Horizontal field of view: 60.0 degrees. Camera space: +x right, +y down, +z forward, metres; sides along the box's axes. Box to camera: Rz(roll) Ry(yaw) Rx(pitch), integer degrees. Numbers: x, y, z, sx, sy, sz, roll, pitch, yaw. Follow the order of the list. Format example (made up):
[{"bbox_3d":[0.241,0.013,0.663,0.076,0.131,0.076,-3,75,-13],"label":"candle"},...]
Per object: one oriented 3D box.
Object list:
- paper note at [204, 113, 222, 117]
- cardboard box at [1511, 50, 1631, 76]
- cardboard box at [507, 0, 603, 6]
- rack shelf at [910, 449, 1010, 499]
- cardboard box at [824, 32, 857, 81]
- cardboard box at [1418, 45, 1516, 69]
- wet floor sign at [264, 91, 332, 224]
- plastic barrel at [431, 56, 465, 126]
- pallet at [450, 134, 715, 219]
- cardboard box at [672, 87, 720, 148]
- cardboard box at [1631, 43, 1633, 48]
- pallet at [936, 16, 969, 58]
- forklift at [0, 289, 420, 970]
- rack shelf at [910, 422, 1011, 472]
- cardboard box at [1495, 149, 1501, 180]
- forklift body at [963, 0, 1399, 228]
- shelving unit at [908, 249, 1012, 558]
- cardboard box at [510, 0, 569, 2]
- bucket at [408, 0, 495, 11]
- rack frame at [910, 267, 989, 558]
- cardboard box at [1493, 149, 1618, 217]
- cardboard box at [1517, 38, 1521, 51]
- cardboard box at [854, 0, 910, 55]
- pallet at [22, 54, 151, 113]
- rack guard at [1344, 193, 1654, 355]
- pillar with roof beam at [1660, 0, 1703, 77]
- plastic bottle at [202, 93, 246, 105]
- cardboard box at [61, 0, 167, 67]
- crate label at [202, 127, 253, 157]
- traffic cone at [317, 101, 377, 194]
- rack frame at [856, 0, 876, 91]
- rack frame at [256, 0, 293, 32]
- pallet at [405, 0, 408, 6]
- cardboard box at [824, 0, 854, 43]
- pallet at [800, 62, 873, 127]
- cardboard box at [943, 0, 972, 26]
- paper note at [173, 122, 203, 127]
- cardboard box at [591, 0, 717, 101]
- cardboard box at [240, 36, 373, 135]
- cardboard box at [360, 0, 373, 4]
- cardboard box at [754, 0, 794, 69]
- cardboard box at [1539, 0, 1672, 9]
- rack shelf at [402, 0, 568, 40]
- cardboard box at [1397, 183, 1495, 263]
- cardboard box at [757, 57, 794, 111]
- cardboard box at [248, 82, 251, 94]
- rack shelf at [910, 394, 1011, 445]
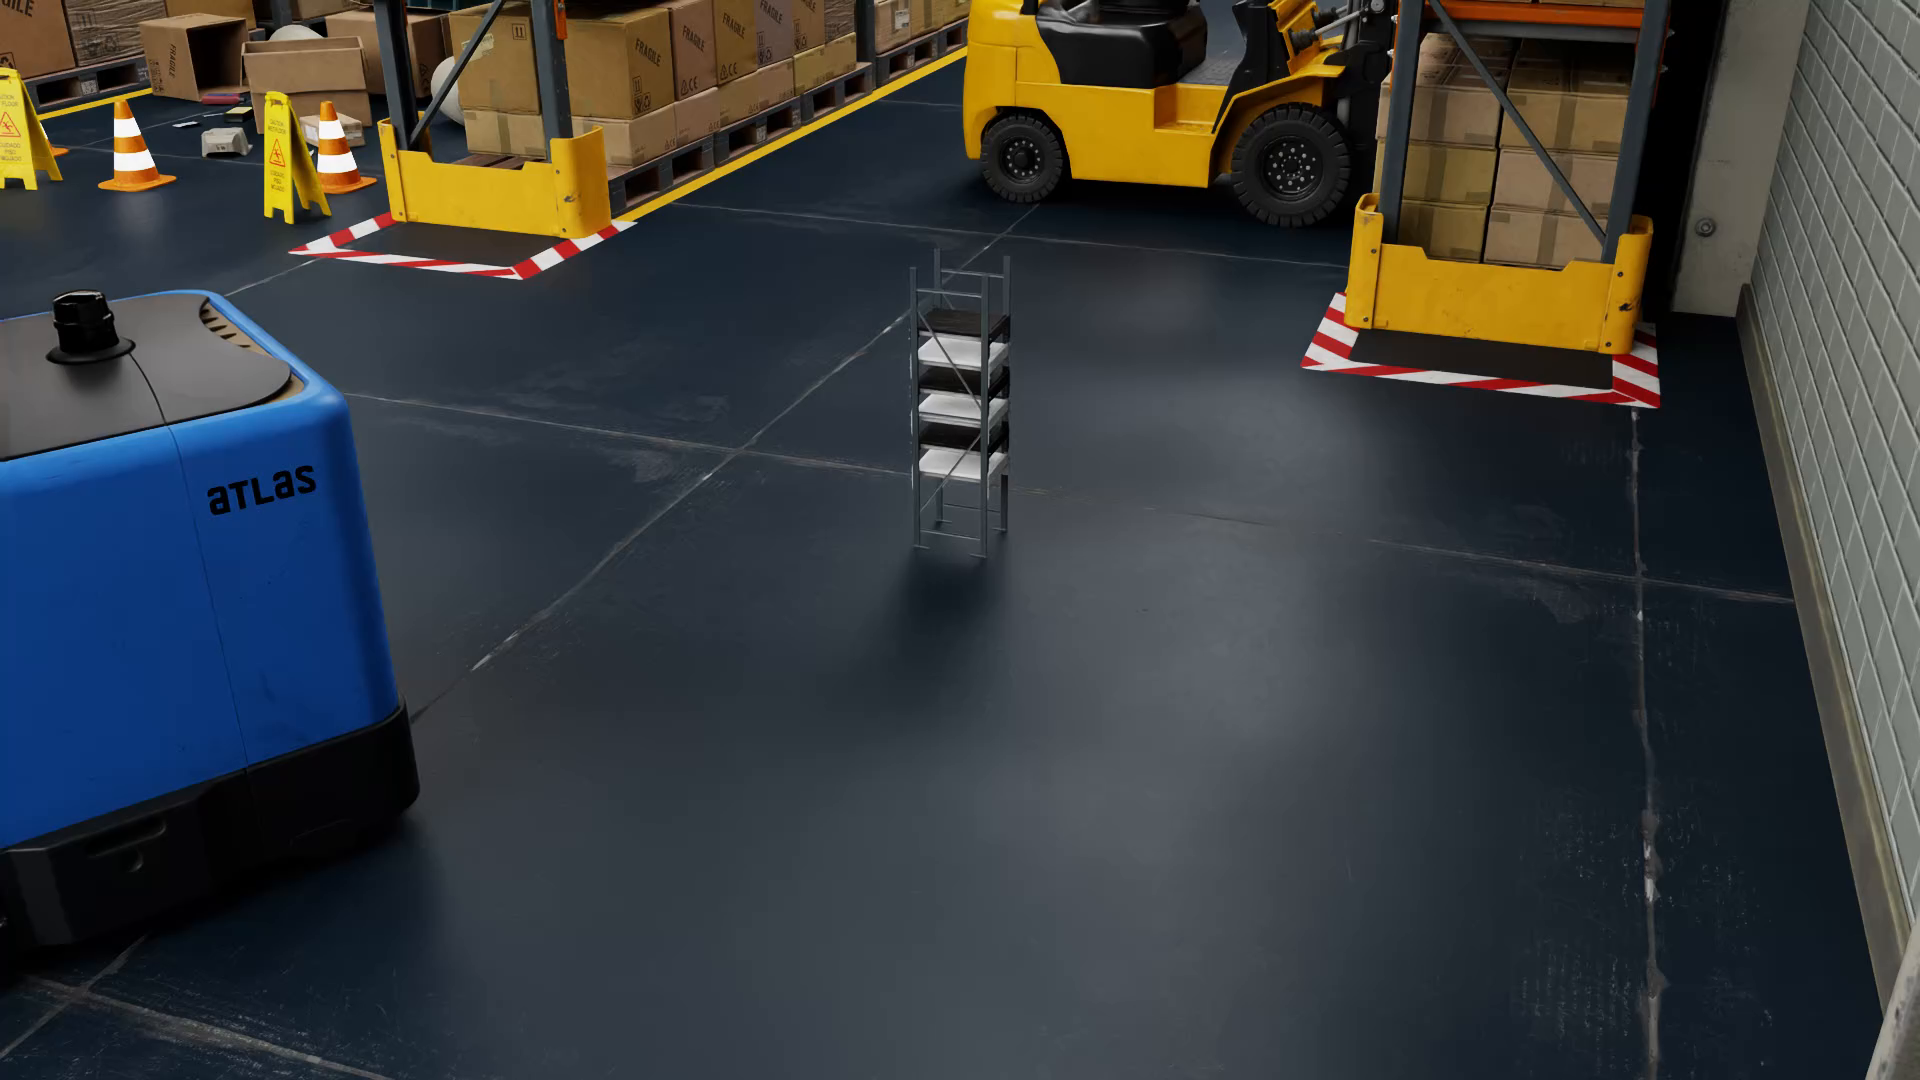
[{"bbox_3d":[-4.984,-2.837,11.098,0.123,0.001,0.032,-20,33,-36],"label":"paper note"},{"bbox_3d":[2.760,-2.044,7.555,0.500,0.250,0.500,9,27,18],"label":"cardboard box"},{"bbox_3d":[-2.232,-2.856,9.519,0.500,0.500,0.500,10,28,19],"label":"cardboard box"},{"bbox_3d":[0.003,-0.216,5.154,0.258,0.077,0.200,9,27,17],"label":"rack shelf"},{"bbox_3d":[-1.035,-3.298,11.293,0.500,0.250,0.500,10,28,20],"label":"cardboard box"},{"bbox_3d":[2.282,-2.113,7.698,0.500,0.250,0.500,9,27,18],"label":"cardboard box"},{"bbox_3d":[-3.496,-2.002,8.645,0.267,0.644,0.232,20,32,35],"label":"wet floor sign"},{"bbox_3d":[-3.164,-2.893,10.740,0.421,0.421,0.512,-14,29,-27],"label":"plastic barrel"},{"bbox_3d":[-2.094,-2.090,9.324,1.003,0.211,1.213,9,27,17],"label":"pallet"},{"bbox_3d":[-1.717,-2.436,9.513,0.500,0.250,0.500,10,27,19],"label":"cardboard box"},{"bbox_3d":[3.114,-2.457,8.409,0.500,0.250,0.500,8,27,16],"label":"cardboard box"},{"bbox_3d":[-0.430,-4.197,13.675,1.003,0.211,1.213,9,27,17],"label":"pallet"},{"bbox_3d":[-2.732,-0.427,2.769,3.031,2.935,1.130,-19,31,-33],"label":"forklift"},{"bbox_3d":[0.003,-0.297,5.115,0.258,0.077,0.200,9,27,17],"label":"rack shelf"},{"bbox_3d":[2.303,-1.893,7.817,0.500,0.250,0.500,8,27,17],"label":"cardboard box"},{"bbox_3d":[1.169,-2.928,8.830,2.313,2.155,1.214,9,27,17],"label":"forklift body"},{"bbox_3d":[0.003,-0.408,5.061,0.258,0.900,0.210,9,27,17],"label":"shelving unit"},{"bbox_3d":[-2.344,-3.093,9.265,0.380,0.149,0.250,10,27,19],"label":"cardboard box"},{"bbox_3d":[-3.665,-4.125,12.340,0.726,0.611,0.620,20,22,35],"label":"bucket"},{"bbox_3d":[-0.031,-0.367,4.974,0.240,0.900,0.006,9,27,17],"label":"rack frame"},{"bbox_3d":[2.611,-1.606,7.224,0.500,0.250,0.500,9,27,18],"label":"cardboard box"},{"bbox_3d":[2.617,-2.529,8.557,0.500,0.250,0.500,8,27,16],"label":"cardboard box"},{"bbox_3d":[-0.920,-3.851,12.294,0.950,0.372,0.625,9,27,18],"label":"cardboard box"},{"bbox_3d":[-6.525,-3.246,11.711,1.003,0.211,1.213,9,27,17],"label":"pallet"},{"bbox_3d":[2.251,-1.131,7.013,1.175,0.500,0.348,9,27,17],"label":"rack guard"},{"bbox_3d":[1.277,-8.212,11.884,9.100,9.000,0.400,9,27,17],"label":"pillar with roof beam"},{"bbox_3d":[-5.051,-3.036,11.450,0.283,0.061,0.133,0,26,-1],"label":"plastic bottle"},{"bbox_3d":[-6.365,-3.918,11.857,0.875,0.875,0.875,9,27,18],"label":"cardboard box"},{"bbox_3d":[-4.453,-2.413,10.077,0.250,0.136,0.298,-5,26,-9],"label":"crate label"},{"bbox_3d":[-3.497,-2.207,9.277,0.336,0.463,0.334,9,27,17],"label":"traffic cone"},{"bbox_3d":[-1.092,-4.628,11.367,1.000,3.000,0.127,9,27,17],"label":"rack frame"},{"bbox_3d":[-5.794,-5.305,12.764,1.000,3.000,0.127,9,27,17],"label":"rack frame"},{"bbox_3d":[-5.204,-4.881,15.088,1.003,0.211,1.213,9,27,17],"label":"pallet"},{"bbox_3d":[-1.036,-3.635,11.129,0.500,0.500,0.500,8,27,17],"label":"cardboard box"},{"bbox_3d":[-1.282,-3.092,11.394,1.003,0.211,1.213,9,27,17],"label":"pallet"},{"bbox_3d":[-0.454,-4.433,13.496,0.950,0.372,0.625,10,27,19],"label":"cardboard box"},{"bbox_3d":[-5.016,-2.705,10.804,0.144,0.017,0.142,20,32,35],"label":"paper note"},{"bbox_3d":[-1.717,-2.790,9.384,0.500,0.500,0.500,8,27,16],"label":"cardboard box"},{"bbox_3d":[-4.226,-2.950,10.766,0.797,0.503,0.637,-9,27,-18],"label":"cardboard box"},{"bbox_3d":[-5.347,-5.145,14.534,1.050,0.750,0.750,9,27,17],"label":"cardboard box"},{"bbox_3d":[-1.372,-3.216,10.264,0.500,0.500,0.500,10,28,20],"label":"cardboard box"},{"bbox_3d":[2.686,-2.475,6.804,0.500,0.500,0.500,10,27,19],"label":"cardboard box"},{"bbox_3d":[-1.758,-3.483,9.827,1.077,0.370,4.000,9,27,17],"label":"rack shelf"},{"bbox_3d":[2.117,-1.457,7.490,0.500,0.250,0.500,9,27,18],"label":"cardboard box"},{"bbox_3d":[-1.377,-2.869,10.408,0.500,0.250,0.500,9,27,18],"label":"cardboard box"},{"bbox_3d":[-4.629,-3.101,11.349,0.396,0.266,0.258,14,29,26],"label":"cardboard box"},{"bbox_3d":[0.003,-0.378,5.075,0.258,0.077,0.200,9,27,17],"label":"rack shelf"}]
